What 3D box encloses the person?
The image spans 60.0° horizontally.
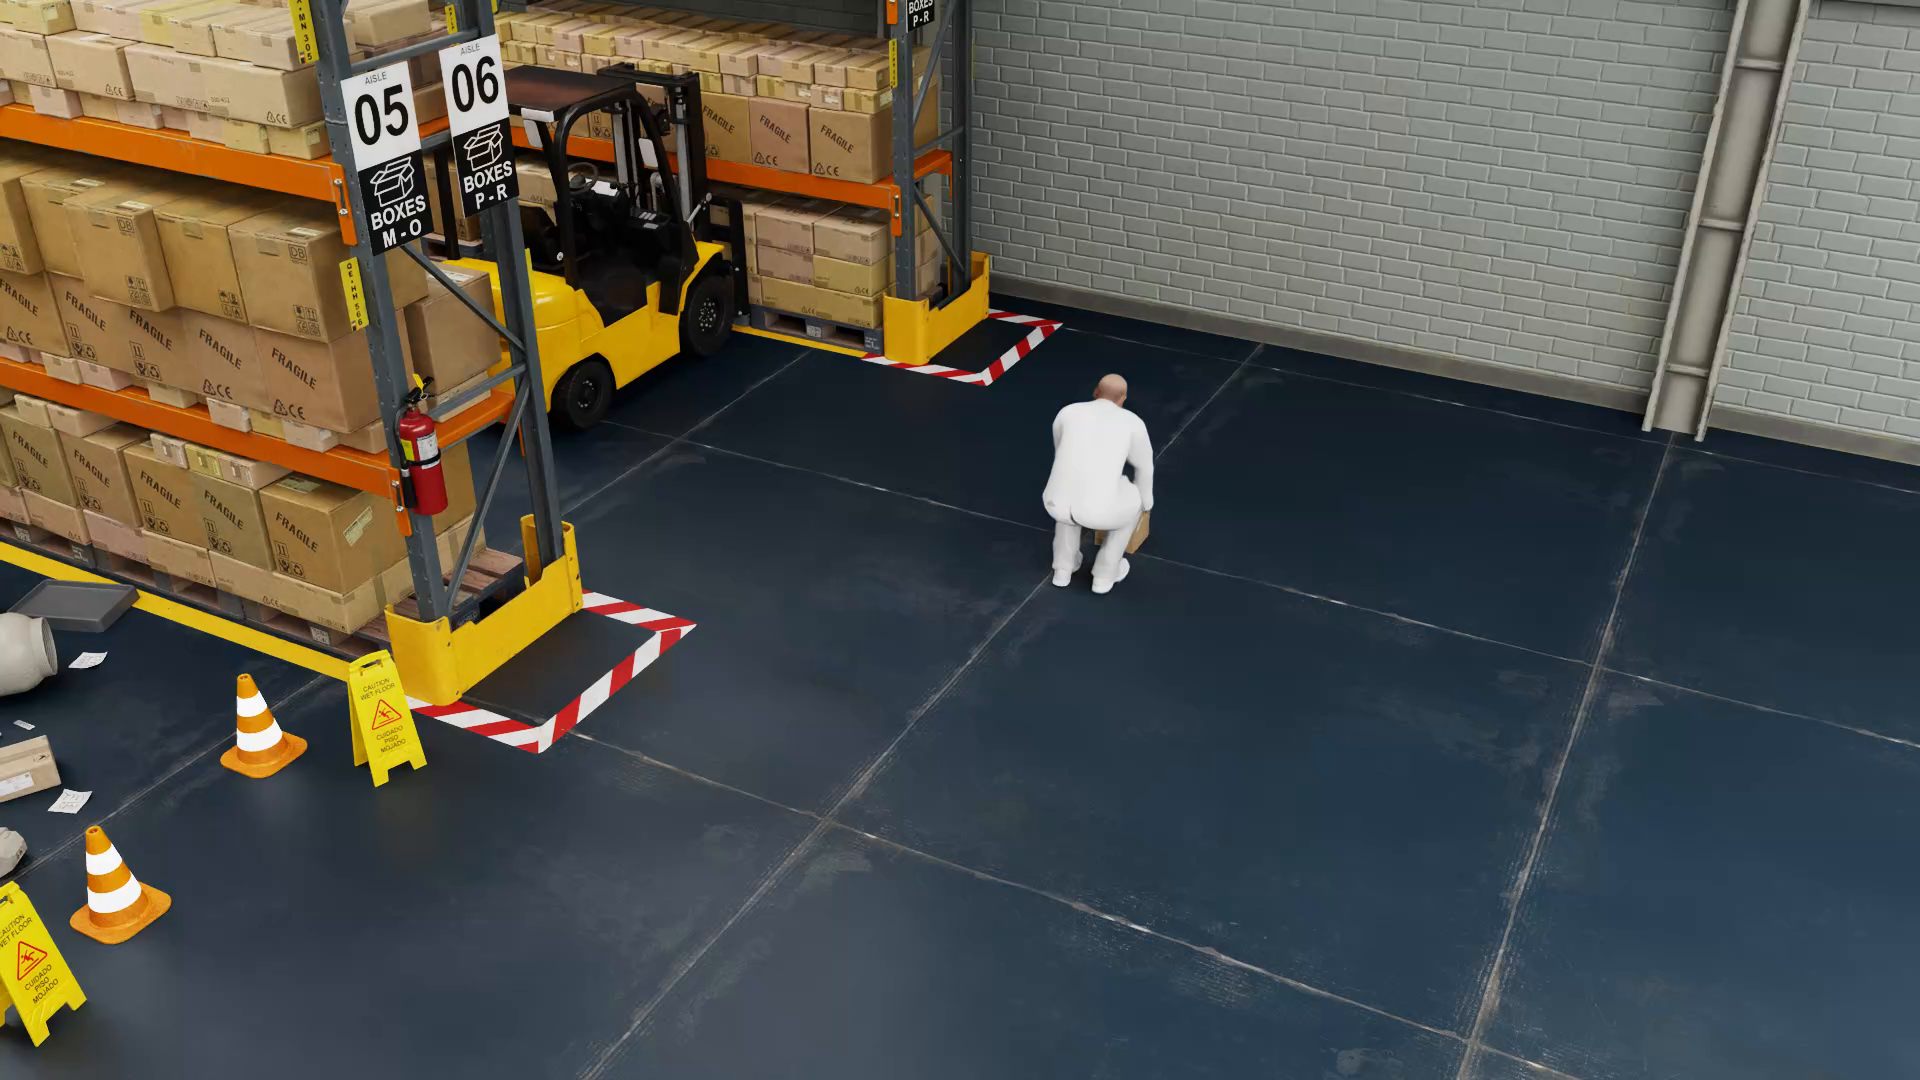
[{"bbox_3d":[0.764,-0.309,9.517,0.616,1.125,0.854,14,33,23],"label":"person"}]
